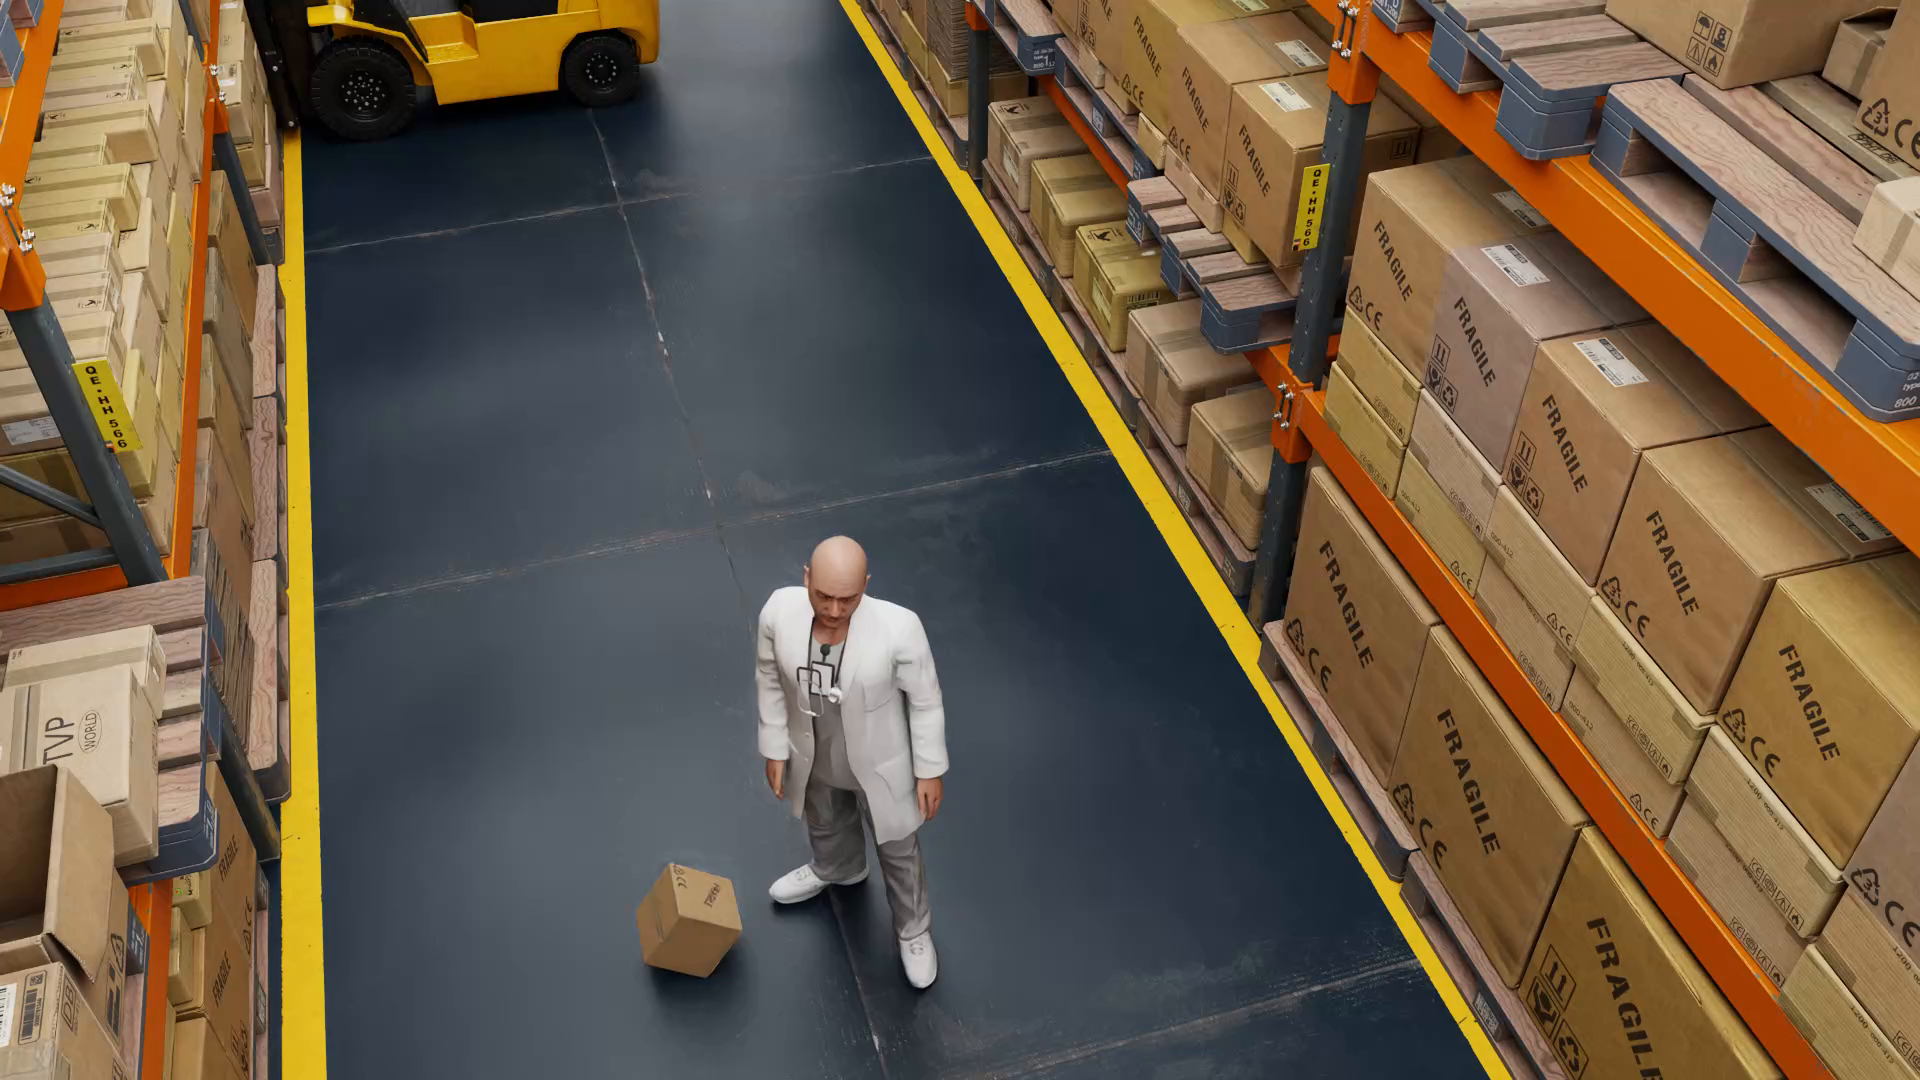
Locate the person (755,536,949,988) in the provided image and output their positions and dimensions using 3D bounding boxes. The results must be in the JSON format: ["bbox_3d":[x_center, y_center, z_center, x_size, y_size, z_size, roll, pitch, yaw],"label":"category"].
[{"bbox_3d":[-0.359,0.729,5.393,0.689,1.676,0.455,13,43,14],"label":"person"}]
